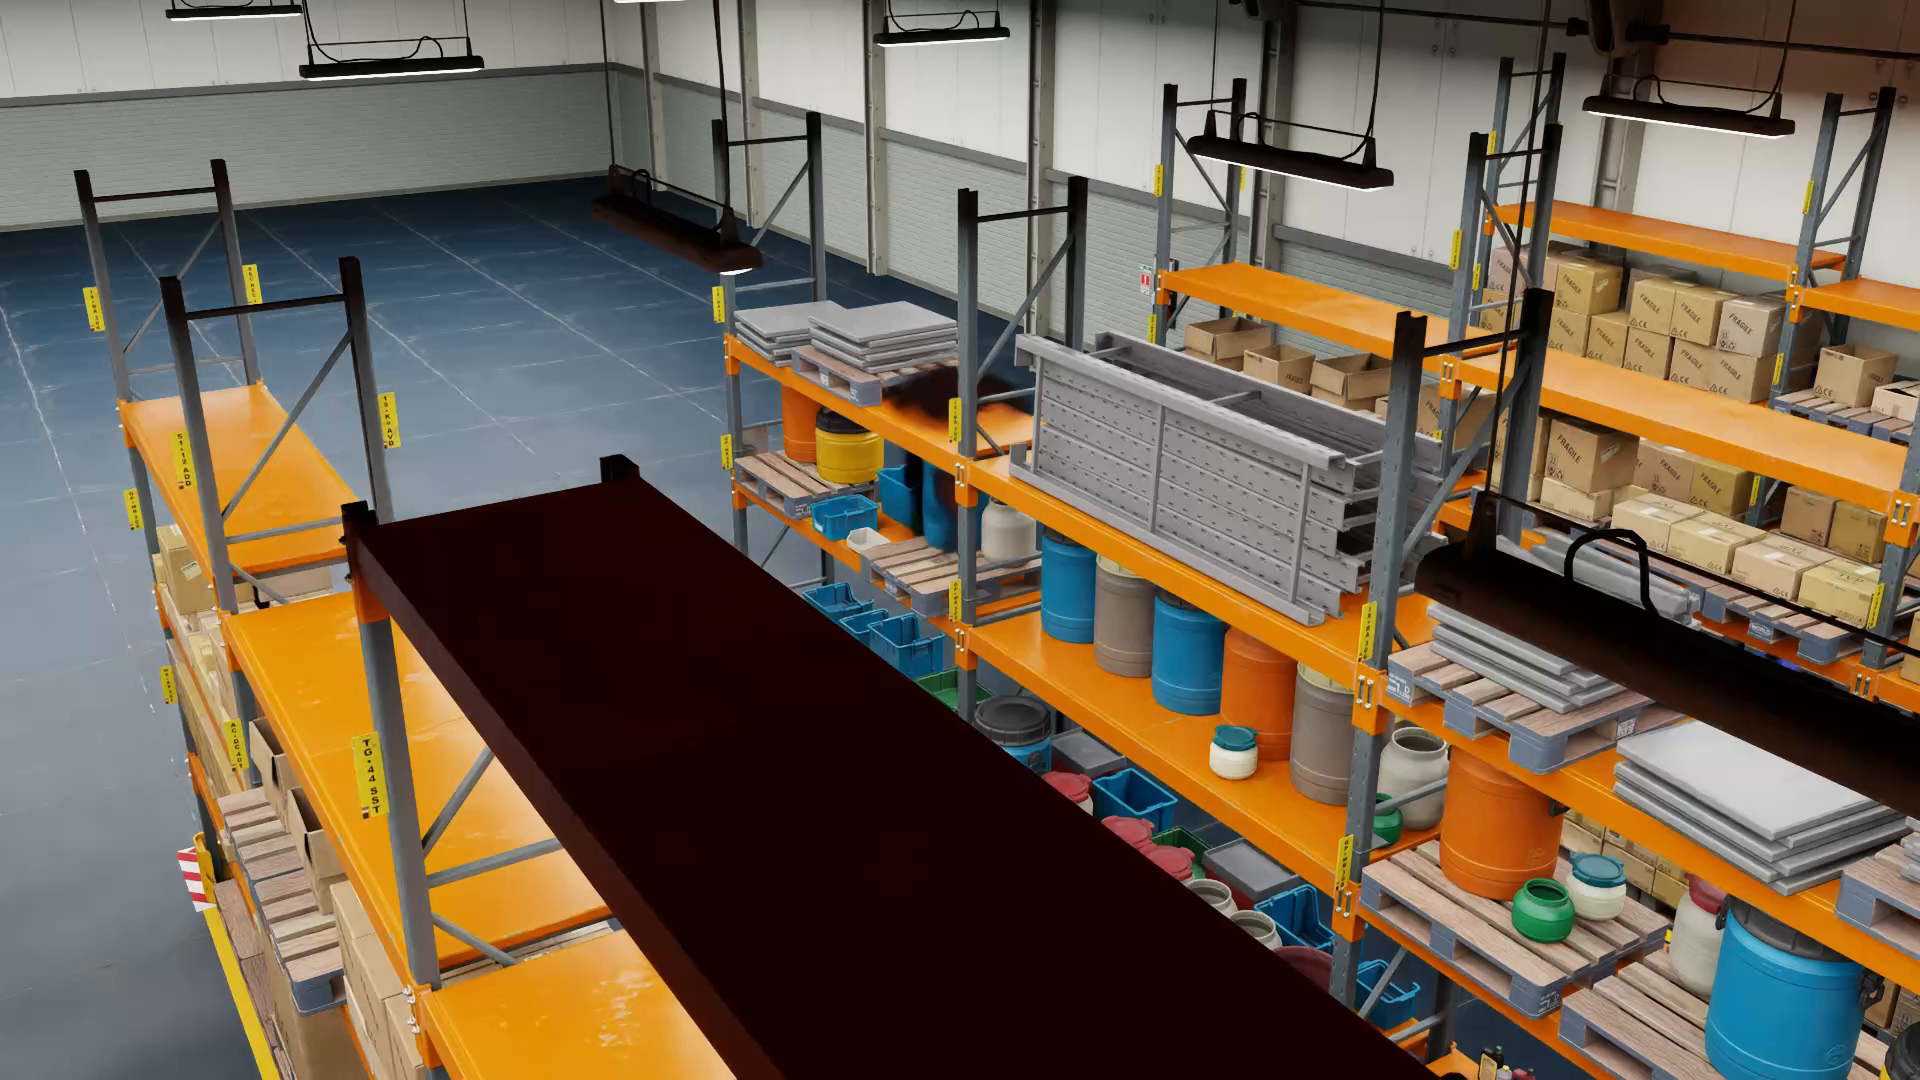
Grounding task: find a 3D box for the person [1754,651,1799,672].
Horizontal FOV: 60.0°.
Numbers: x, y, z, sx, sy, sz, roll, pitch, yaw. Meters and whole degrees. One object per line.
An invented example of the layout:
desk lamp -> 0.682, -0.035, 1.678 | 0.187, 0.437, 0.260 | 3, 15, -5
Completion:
person -> 7.304, 1.586, 15.183 | 0.511, 1.660, 0.389 | 18, 28, 38
